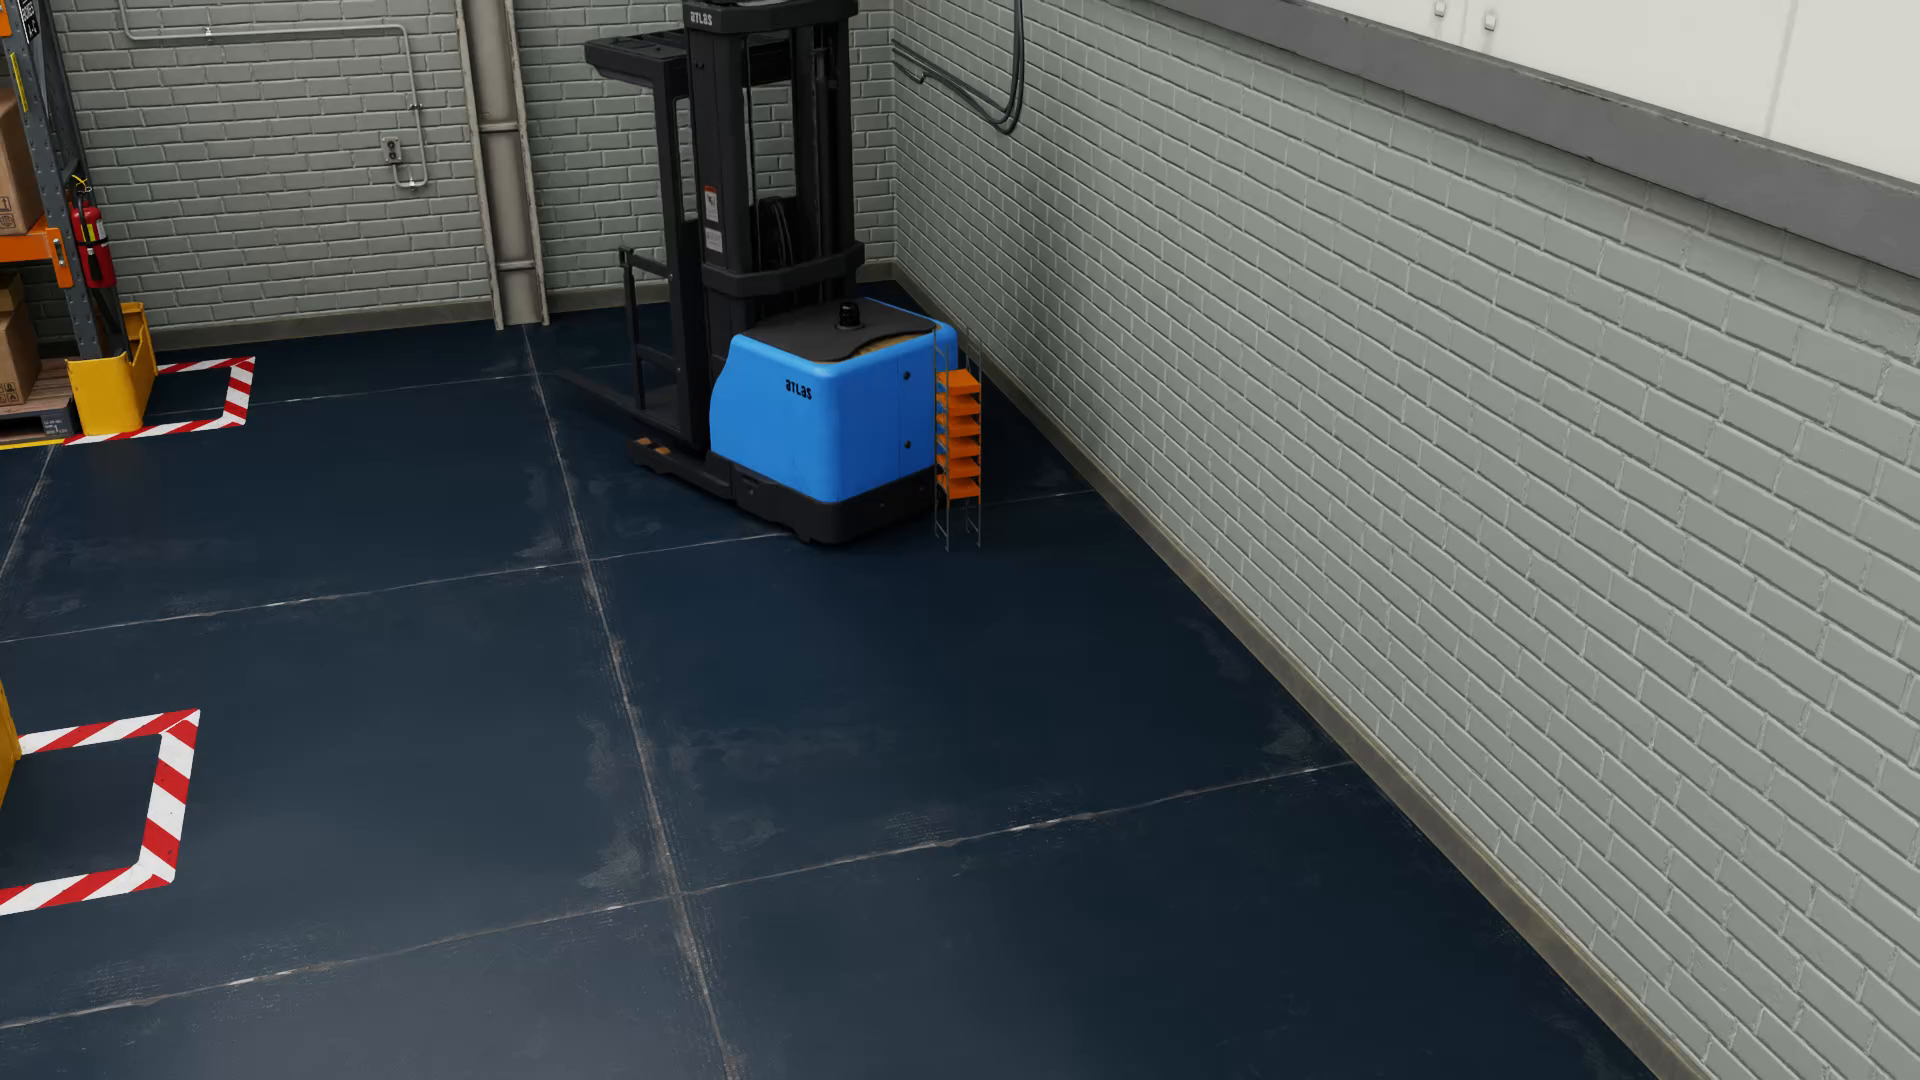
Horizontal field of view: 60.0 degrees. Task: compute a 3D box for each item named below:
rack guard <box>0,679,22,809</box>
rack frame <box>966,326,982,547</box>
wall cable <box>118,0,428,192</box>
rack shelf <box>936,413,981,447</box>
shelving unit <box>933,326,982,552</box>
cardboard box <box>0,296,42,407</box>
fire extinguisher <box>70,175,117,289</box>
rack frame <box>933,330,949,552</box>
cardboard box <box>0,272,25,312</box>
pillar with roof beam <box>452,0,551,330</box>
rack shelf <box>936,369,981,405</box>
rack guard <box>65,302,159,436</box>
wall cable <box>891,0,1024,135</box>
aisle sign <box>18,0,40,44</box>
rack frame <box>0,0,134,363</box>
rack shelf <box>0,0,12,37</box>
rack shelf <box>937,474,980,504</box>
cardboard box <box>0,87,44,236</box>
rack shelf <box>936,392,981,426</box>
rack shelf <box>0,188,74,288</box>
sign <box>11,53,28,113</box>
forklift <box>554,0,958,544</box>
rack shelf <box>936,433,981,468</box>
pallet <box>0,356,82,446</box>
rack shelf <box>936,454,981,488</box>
[{"bbox_3d":[-4.151,0.960,6.753,0.348,0.500,1.175,-8,28,-16],"label":"rack guard"},{"bbox_3d":[0.073,-0.548,9.005,0.006,1.200,0.240,-8,28,-16],"label":"rack frame"},{"bbox_3d":[-4.692,-3.295,11.371,1.851,1.984,0.084,-8,28,-16],"label":"wall cable"},{"bbox_3d":[-0.014,-0.603,8.946,0.180,0.103,0.258,-8,28,-16],"label":"rack shelf"},{"bbox_3d":[-0.014,-0.535,8.979,0.189,1.200,0.258,-8,28,-16],"label":"shelving unit"},{"bbox_3d":[-6.251,-1.193,10.619,0.500,0.500,0.700,-8,28,-16],"label":"cardboard box"},{"bbox_3d":[-5.330,-1.888,10.185,0.183,0.674,0.296,-8,28,-16],"label":"fire extinguisher"},{"bbox_3d":[-0.101,-0.523,8.954,0.006,1.200,0.240,-8,28,-16],"label":"rack frame"},{"bbox_3d":[-6.195,-1.586,10.680,0.250,0.149,0.380,-8,28,-16],"label":"cardboard box"},{"bbox_3d":[-1.984,-3.868,6.921,0.400,9.000,9.100,-8,28,-16],"label":"pillar with roof beam"},{"bbox_3d":[-0.014,-0.818,8.839,0.180,0.103,0.258,-8,28,-16],"label":"rack shelf"},{"bbox_3d":[-5.594,-1.147,10.999,0.348,0.500,1.175,-8,28,-16],"label":"rack guard"},{"bbox_3d":[-0.128,-4.188,11.057,0.112,2.526,3.097,-8,28,-16],"label":"wall cable"},{"bbox_3d":[-5.455,-3.311,9.623,0.004,0.787,0.394,-8,28,-16],"label":"aisle sign"},{"bbox_3d":[-5.617,-2.264,10.436,0.127,3.000,1.000,-8,28,-16],"label":"rack frame"},{"bbox_3d":[-7.518,-3.009,9.374,4.000,0.370,1.077,-8,28,-16],"label":"rack shelf"},{"bbox_3d":[-0.014,-0.281,9.106,0.180,0.103,0.258,-8,28,-16],"label":"rack shelf"},{"bbox_3d":[-6.099,-2.323,10.219,0.700,0.700,0.980,-7,27,-14],"label":"cardboard box"},{"bbox_3d":[-0.014,-0.711,8.892,0.180,0.103,0.258,-8,28,-16],"label":"rack shelf"},{"bbox_3d":[-7.518,-1.666,10.041,4.000,0.370,1.077,-8,28,-16],"label":"rack shelf"},{"bbox_3d":[-5.462,-2.657,9.660,0.005,0.325,0.100,-8,28,-16],"label":"sign"},{"bbox_3d":[-1.388,-1.851,9.682,1.130,2.935,3.031,-24,35,-39],"label":"forklift"},{"bbox_3d":[-0.014,-0.496,8.999,0.180,0.103,0.258,-8,28,-16],"label":"rack shelf"},{"bbox_3d":[-6.353,-0.871,10.768,1.213,0.211,1.003,-8,28,-16],"label":"pallet"},{"bbox_3d":[-0.014,-0.388,9.052,0.180,0.103,0.258,-8,28,-16],"label":"rack shelf"}]
